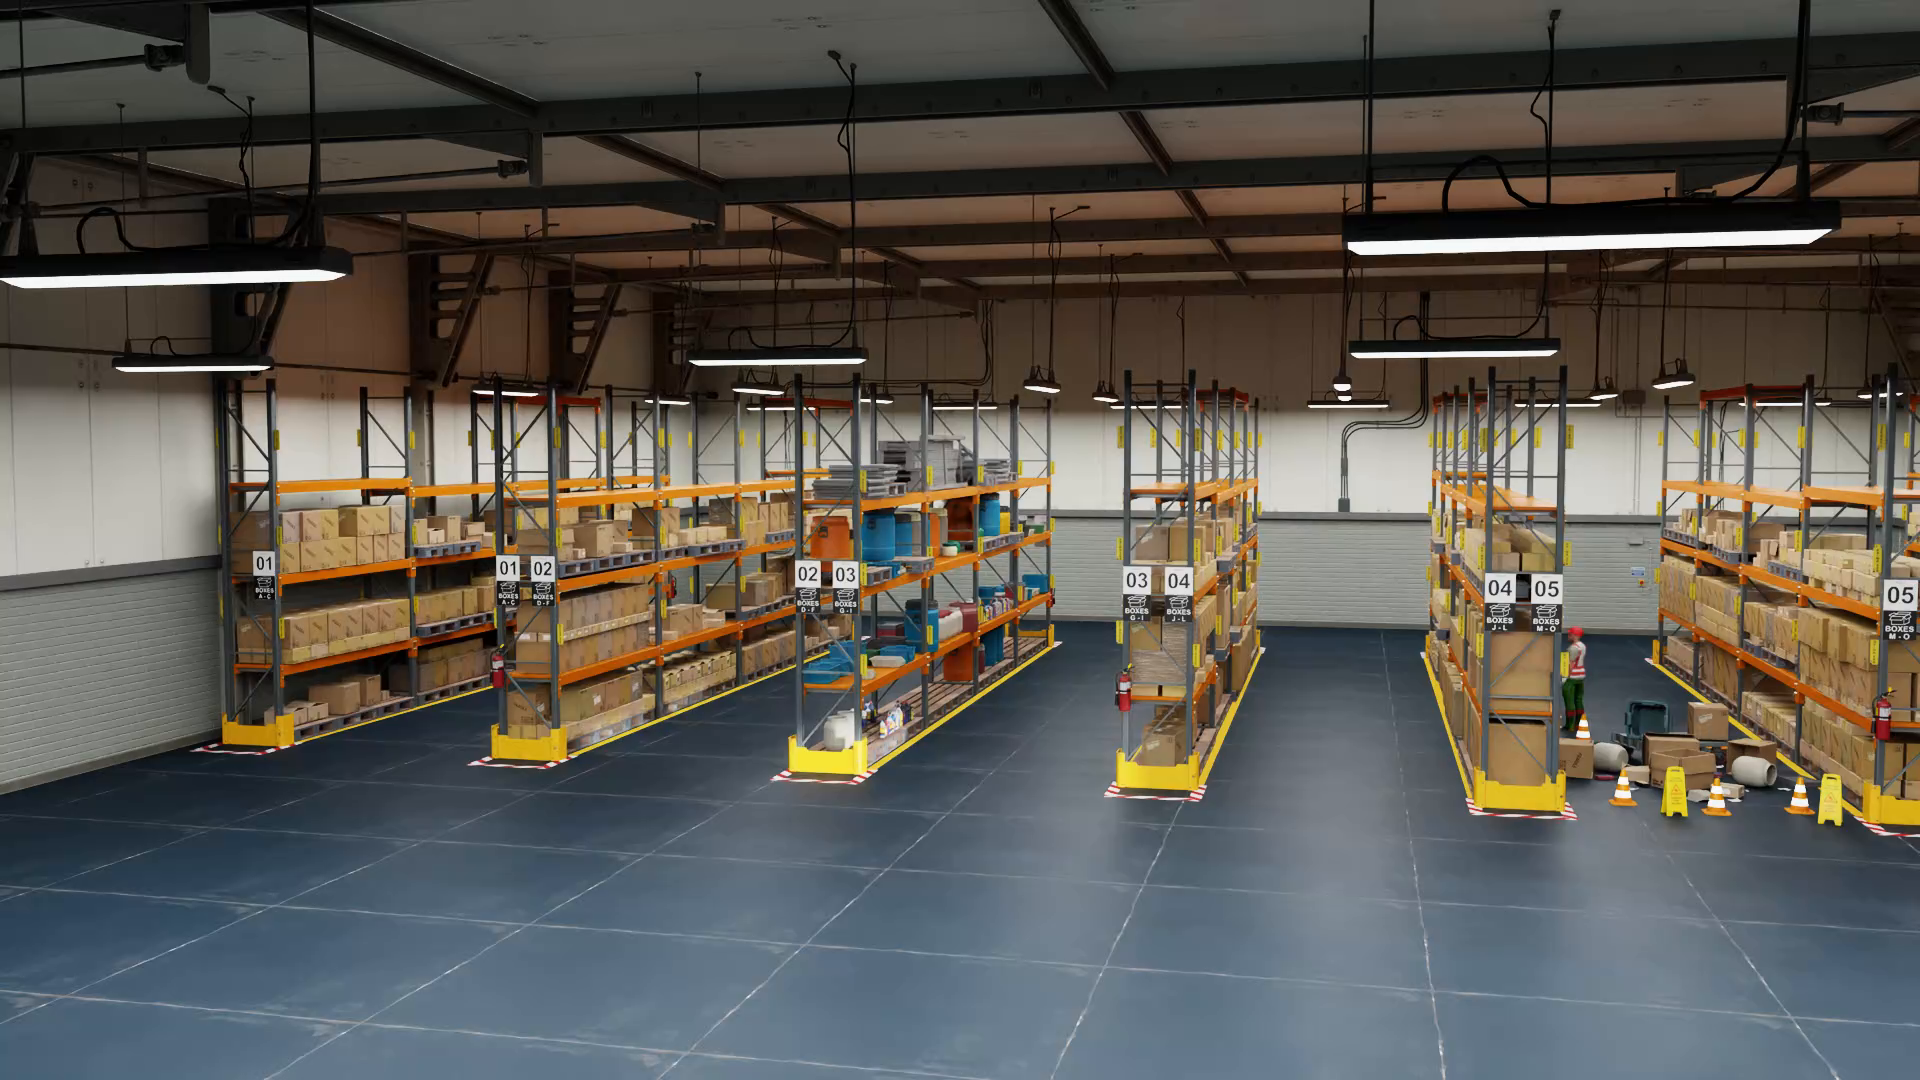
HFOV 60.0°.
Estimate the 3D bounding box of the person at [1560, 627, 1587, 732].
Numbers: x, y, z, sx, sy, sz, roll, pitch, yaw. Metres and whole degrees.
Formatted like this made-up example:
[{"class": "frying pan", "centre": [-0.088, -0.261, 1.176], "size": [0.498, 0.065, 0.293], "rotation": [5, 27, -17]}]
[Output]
[{"class": "person", "centre": [10.564, 2.390, 28.708], "size": [0.594, 1.799, 0.450], "rotation": [-2, 4, -29]}]
